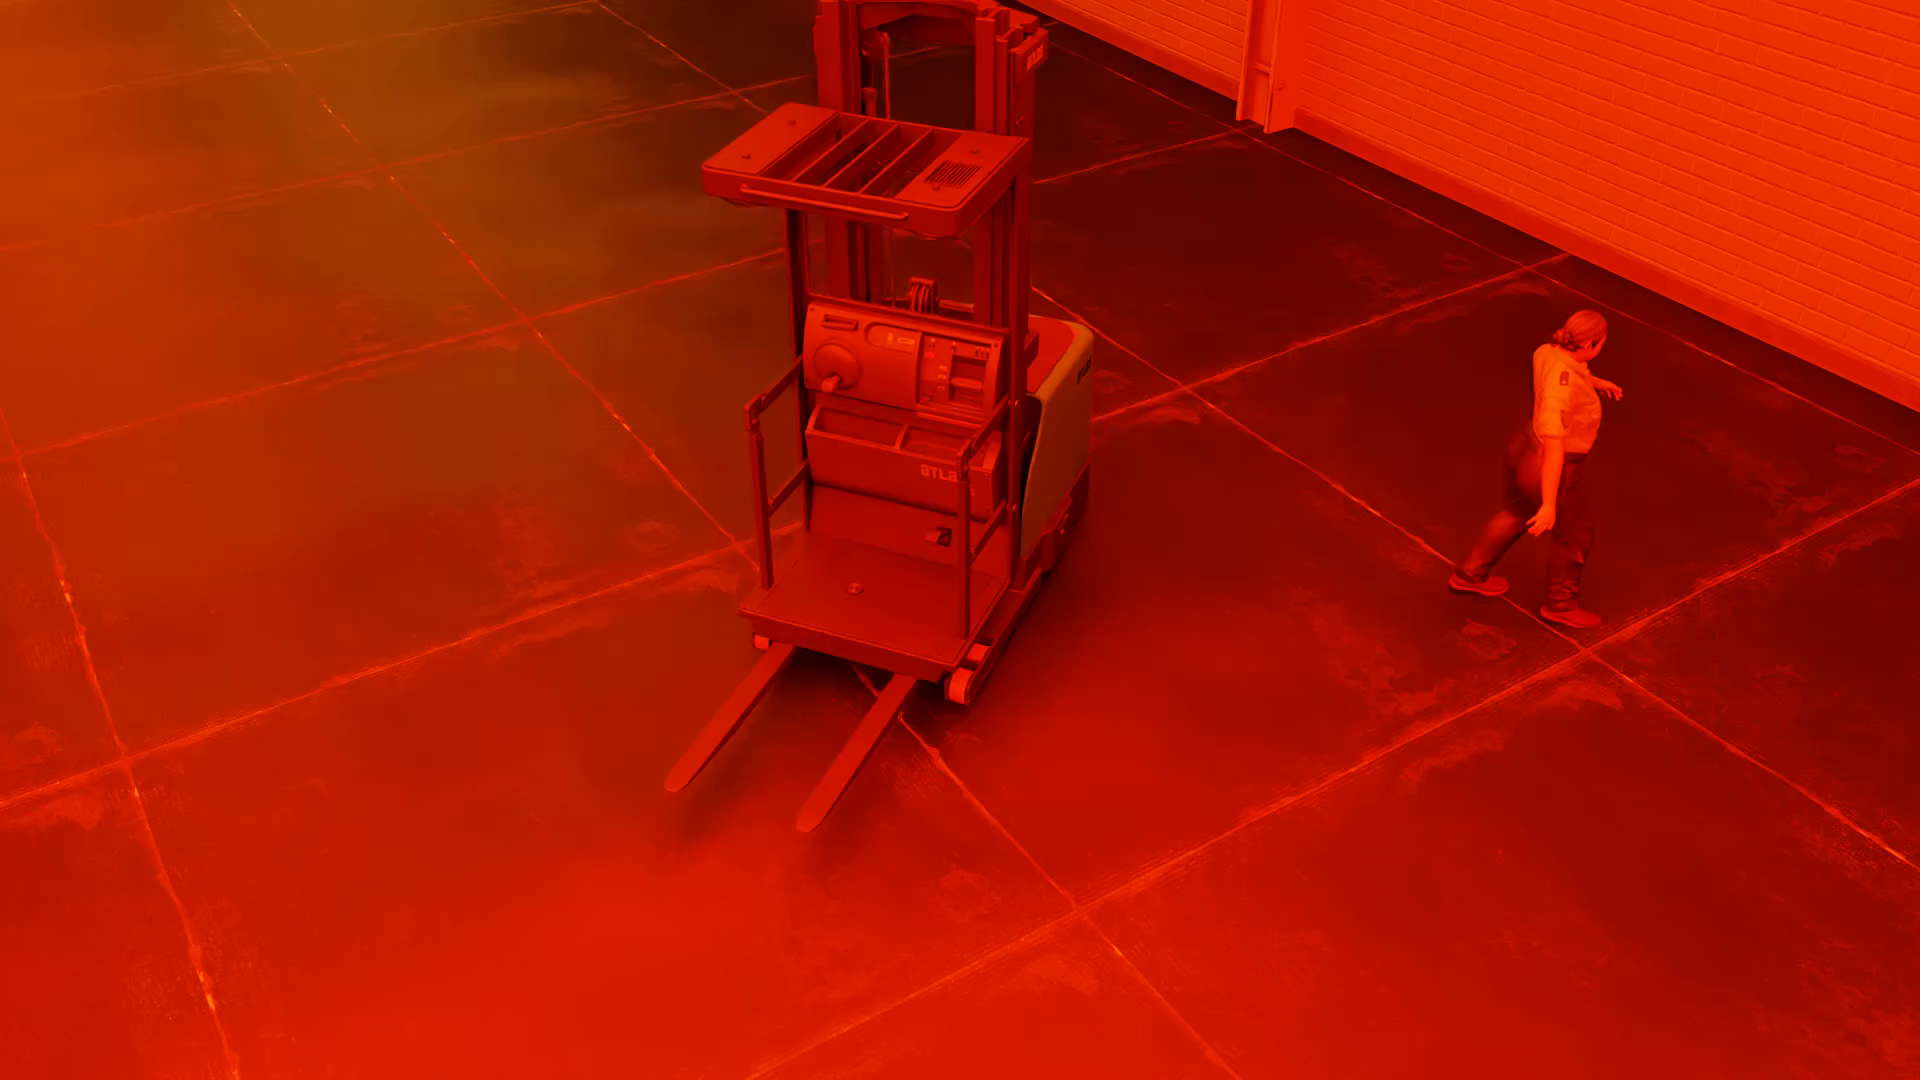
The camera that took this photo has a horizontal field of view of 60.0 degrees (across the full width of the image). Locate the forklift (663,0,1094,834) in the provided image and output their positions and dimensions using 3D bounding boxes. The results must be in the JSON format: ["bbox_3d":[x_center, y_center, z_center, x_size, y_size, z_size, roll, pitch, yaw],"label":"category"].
[{"bbox_3d":[-0.340,-0.724,7.177,1.130,2.935,3.031,13,37,18],"label":"forklift"}]

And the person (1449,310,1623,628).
[{"bbox_3d":[2.801,-0.319,7.763,0.721,1.630,0.899,1,35,2],"label":"person"}]
